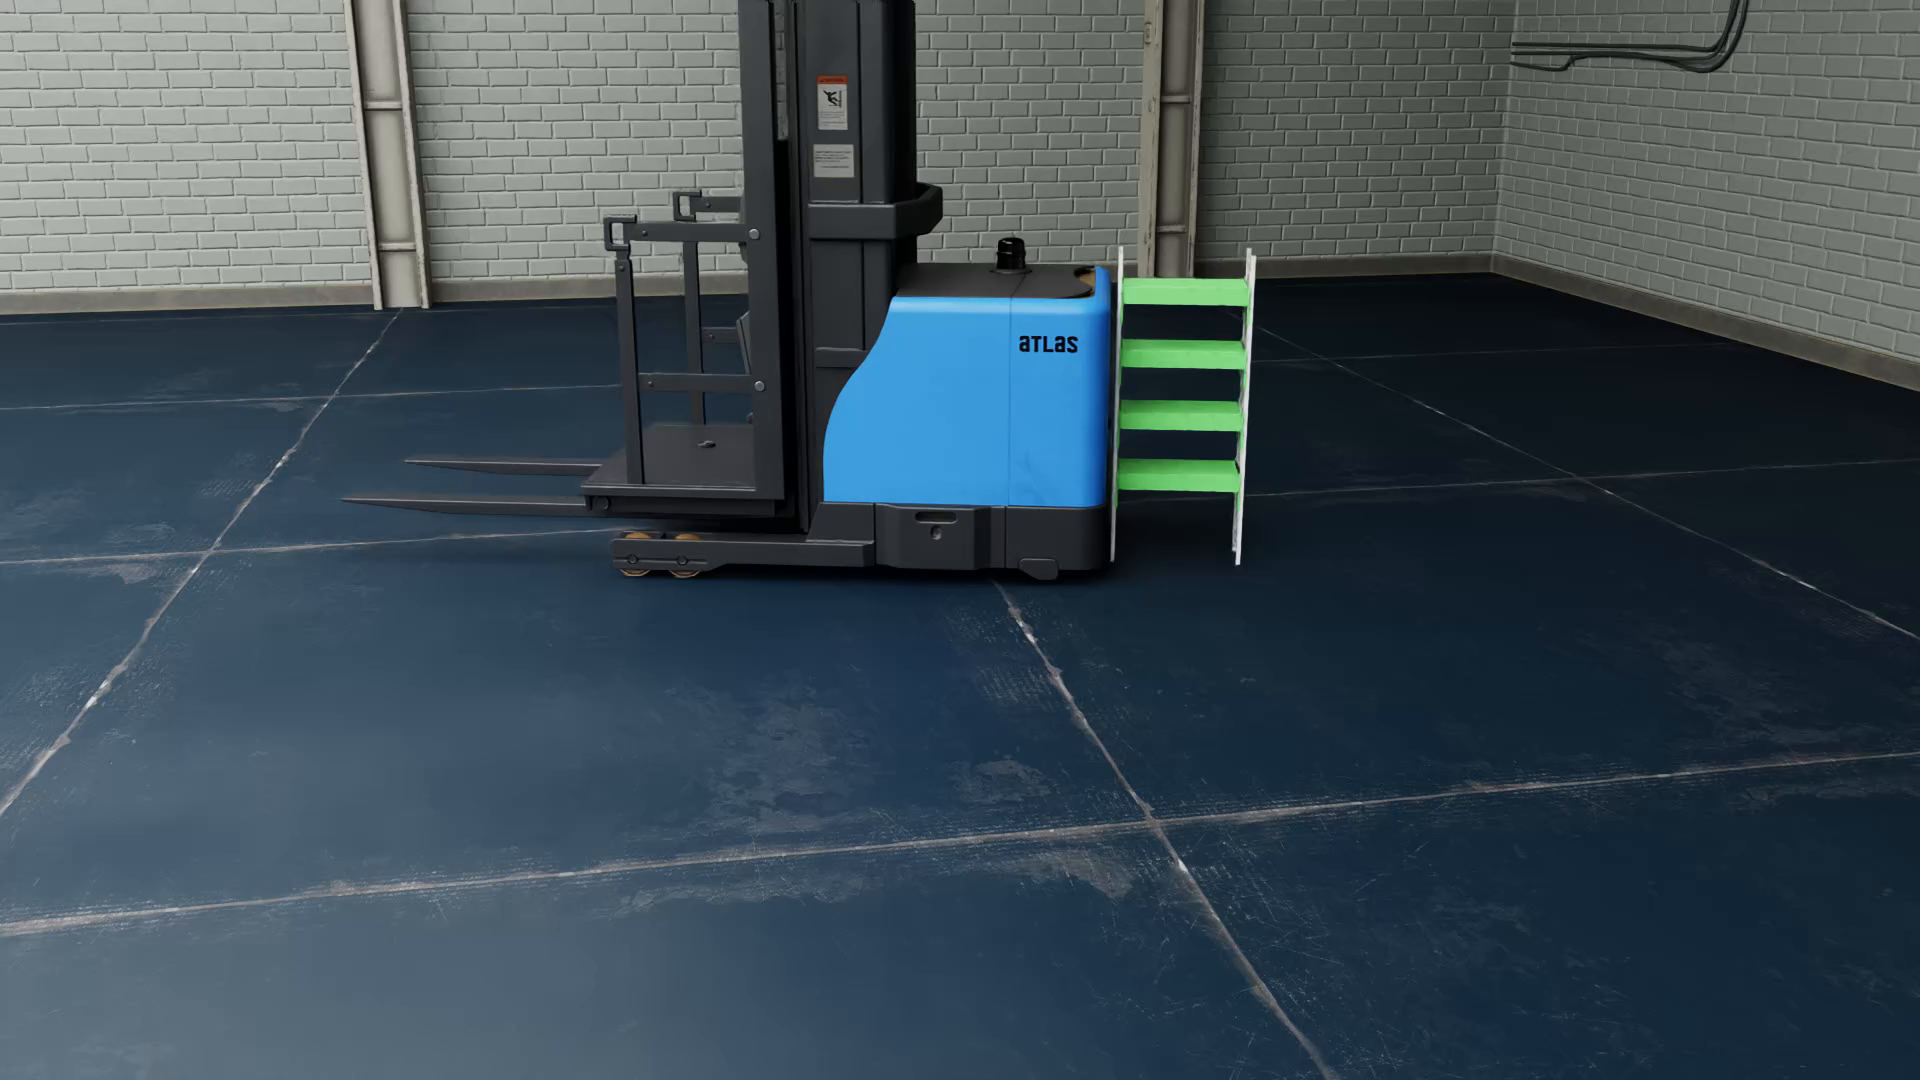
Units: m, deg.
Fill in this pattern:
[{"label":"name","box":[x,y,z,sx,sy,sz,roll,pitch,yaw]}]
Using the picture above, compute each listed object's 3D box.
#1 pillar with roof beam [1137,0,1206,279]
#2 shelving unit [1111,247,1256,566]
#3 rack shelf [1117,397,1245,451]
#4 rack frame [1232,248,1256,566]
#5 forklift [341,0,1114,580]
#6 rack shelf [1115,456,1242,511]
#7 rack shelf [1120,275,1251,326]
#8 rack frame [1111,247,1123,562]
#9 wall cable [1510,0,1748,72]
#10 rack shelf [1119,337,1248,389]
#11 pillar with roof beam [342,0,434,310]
[{"label":"pillar with roof beam","box":[2.502,-5.170,8.317,0.400,9.000,9.100,-3,17,-10]},{"label":"shelving unit","box":[0.853,-0.515,6.446,0.503,1.200,0.258,1,17,5]},{"label":"rack shelf","box":[0.853,-0.454,6.465,0.480,0.148,0.258,1,17,5]},{"label":"rack frame","box":[1.096,-0.509,6.426,0.015,1.200,0.240,1,17,5]},{"label":"forklift","box":[-0.915,-1.408,6.404,3.031,2.935,1.130,1,17,5]},{"label":"rack shelf","box":[0.853,-0.225,6.535,0.480,0.148,0.258,1,17,5]},{"label":"rack shelf","box":[0.853,-0.913,6.324,0.480,0.148,0.258,1,17,5]},{"label":"rack frame","box":[0.610,-0.522,6.467,0.015,1.200,0.240,1,17,5]},{"label":"wall cable","box":[4.829,-4.709,12.106,0.112,2.526,3.097,-3,17,-10]},{"label":"rack shelf","box":[0.853,-0.684,6.395,0.480,0.148,0.258,1,17,5]},{"label":"pillar with roof beam","box":[-3.389,-4.835,7.229,0.400,9.000,9.100,-3,17,-10]}]
